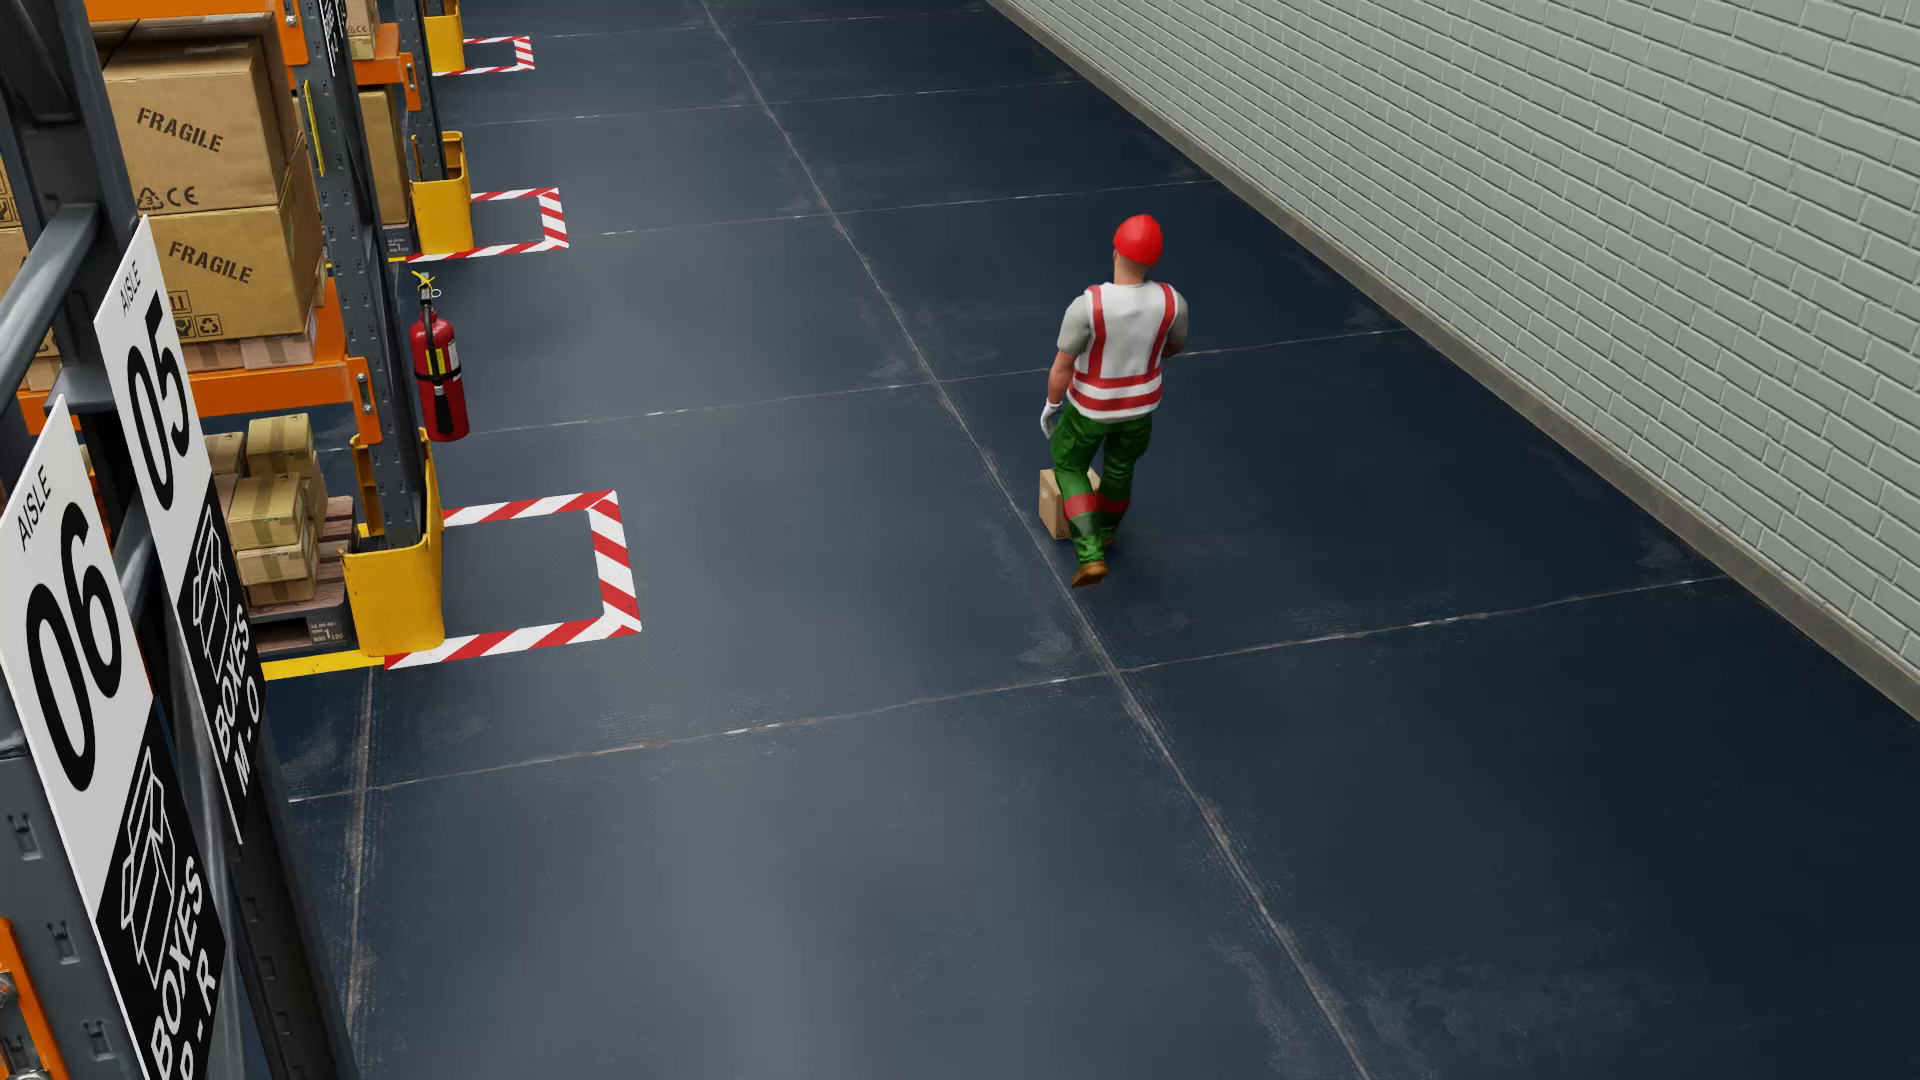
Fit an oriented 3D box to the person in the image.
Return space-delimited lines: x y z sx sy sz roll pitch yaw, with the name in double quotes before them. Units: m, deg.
"person" 0.635 -0.646 7.248 0.619 1.733 0.848 -5 30 -8
